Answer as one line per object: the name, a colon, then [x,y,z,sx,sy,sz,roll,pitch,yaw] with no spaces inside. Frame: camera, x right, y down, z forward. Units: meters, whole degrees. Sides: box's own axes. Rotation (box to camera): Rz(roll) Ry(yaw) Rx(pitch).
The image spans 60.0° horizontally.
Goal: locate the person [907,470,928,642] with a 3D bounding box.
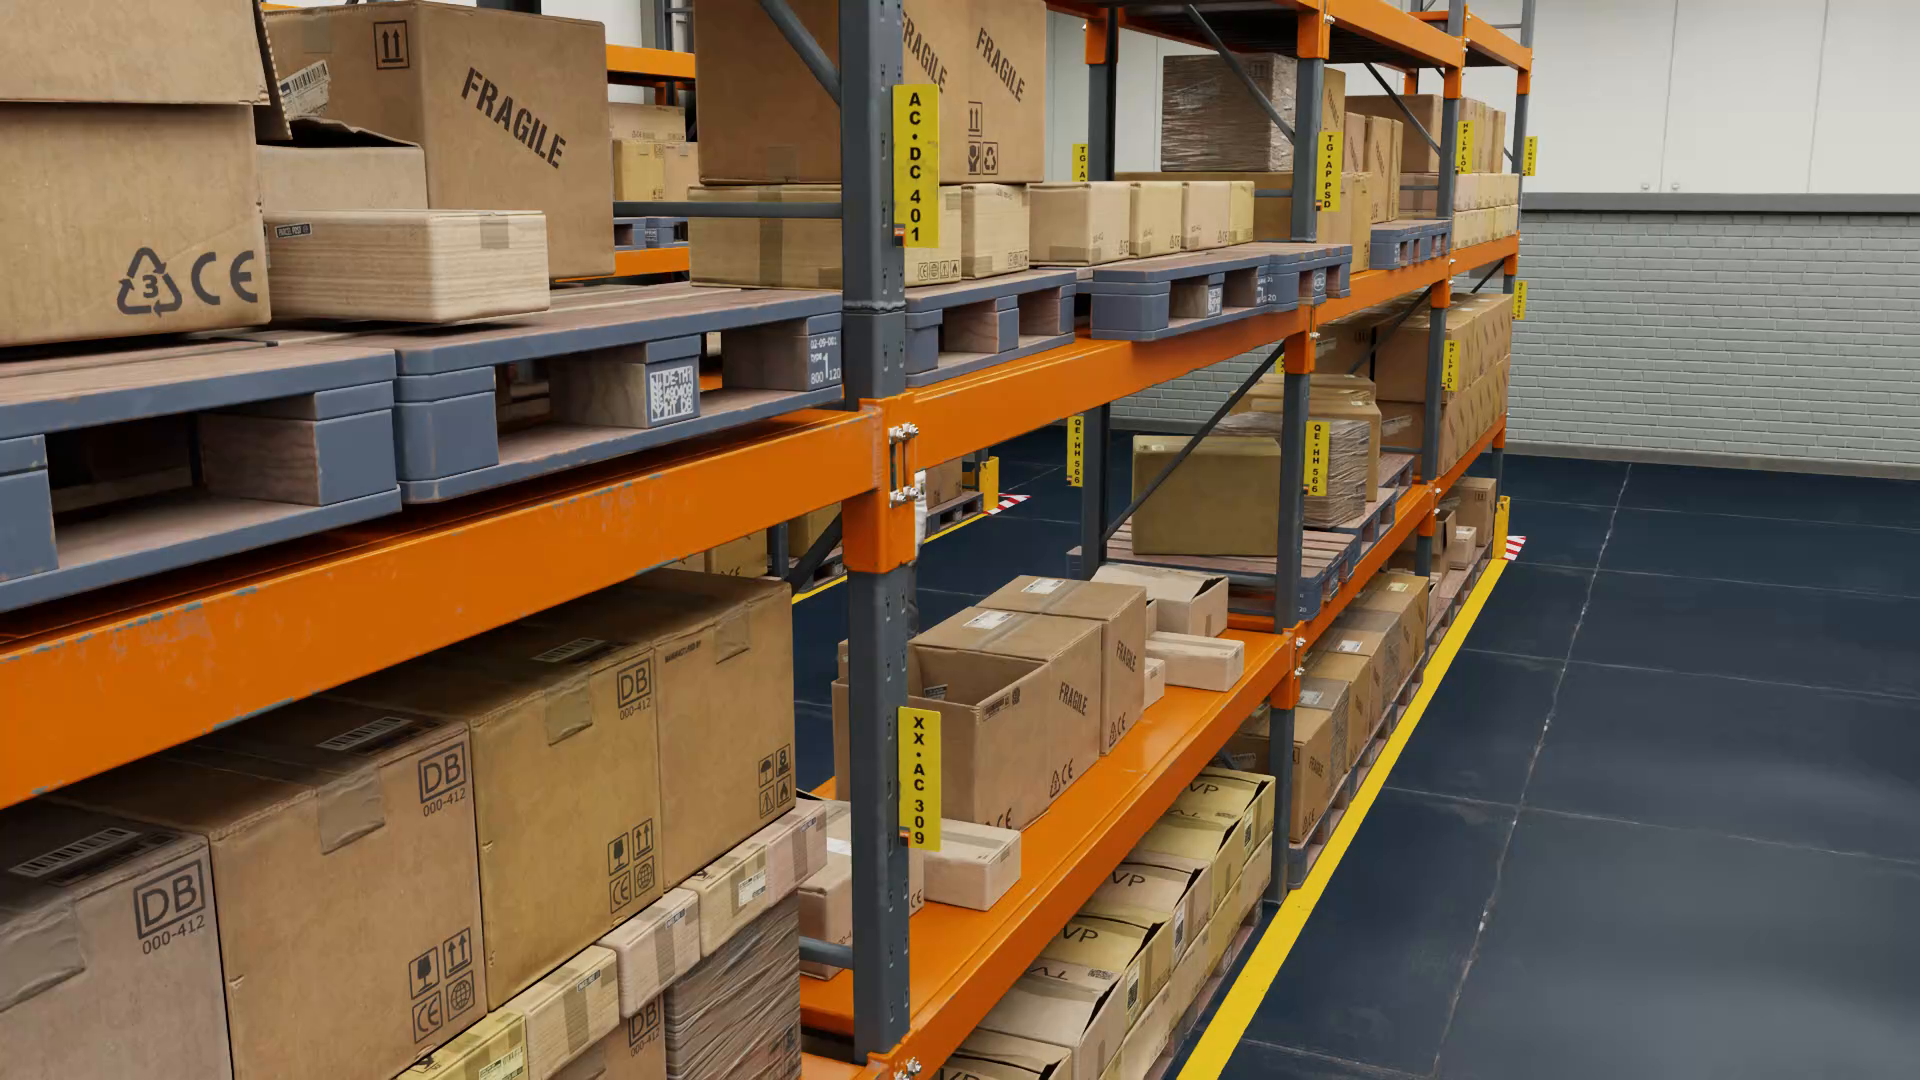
person: [-0.446,0.027,11.385,0.471,1.651,0.327,6,14,24]
